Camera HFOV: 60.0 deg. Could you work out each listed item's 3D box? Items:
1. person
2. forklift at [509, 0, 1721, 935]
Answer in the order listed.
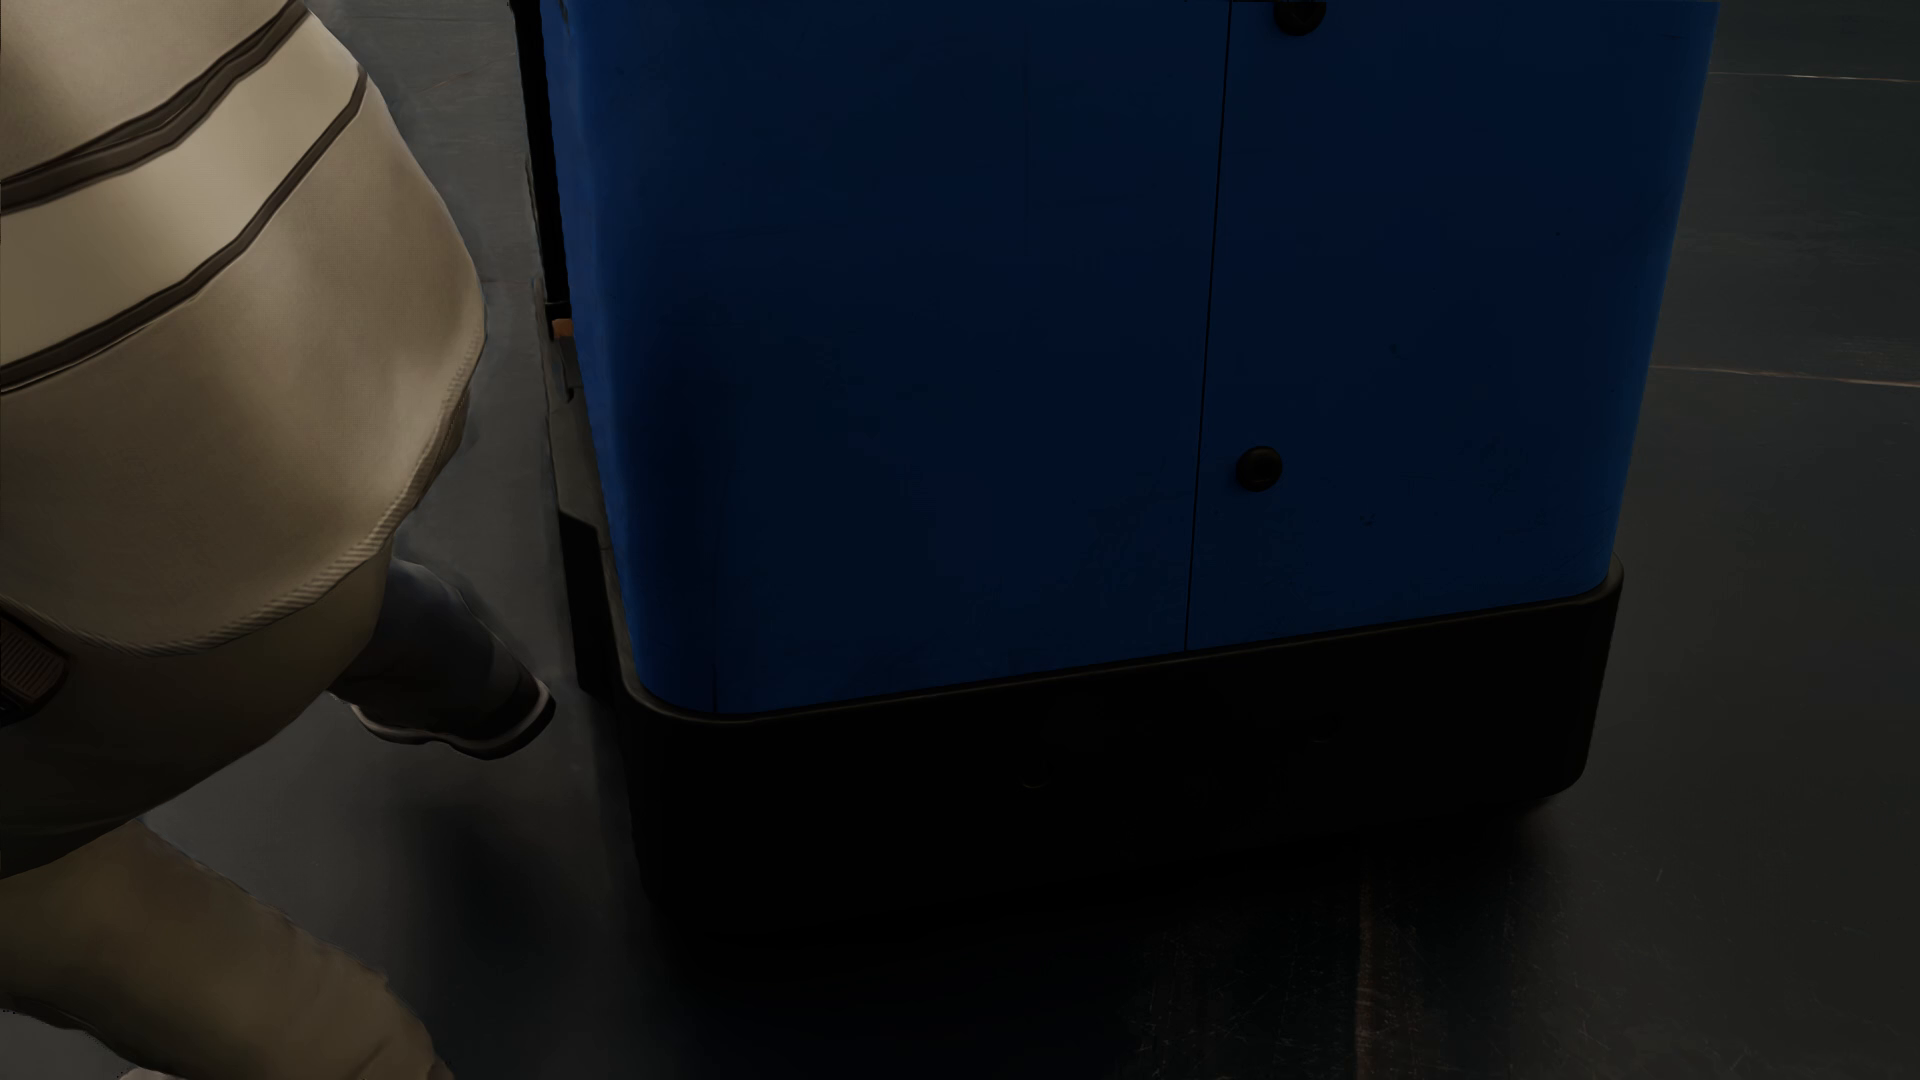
[{"bbox_3d":[-0.757,-0.161,1.136,0.939,1.503,1.230,3,27,6],"label":"person"},{"bbox_3d":[-0.176,-1.575,2.368,1.130,2.935,3.031,-7,28,-13],"label":"forklift"}]
